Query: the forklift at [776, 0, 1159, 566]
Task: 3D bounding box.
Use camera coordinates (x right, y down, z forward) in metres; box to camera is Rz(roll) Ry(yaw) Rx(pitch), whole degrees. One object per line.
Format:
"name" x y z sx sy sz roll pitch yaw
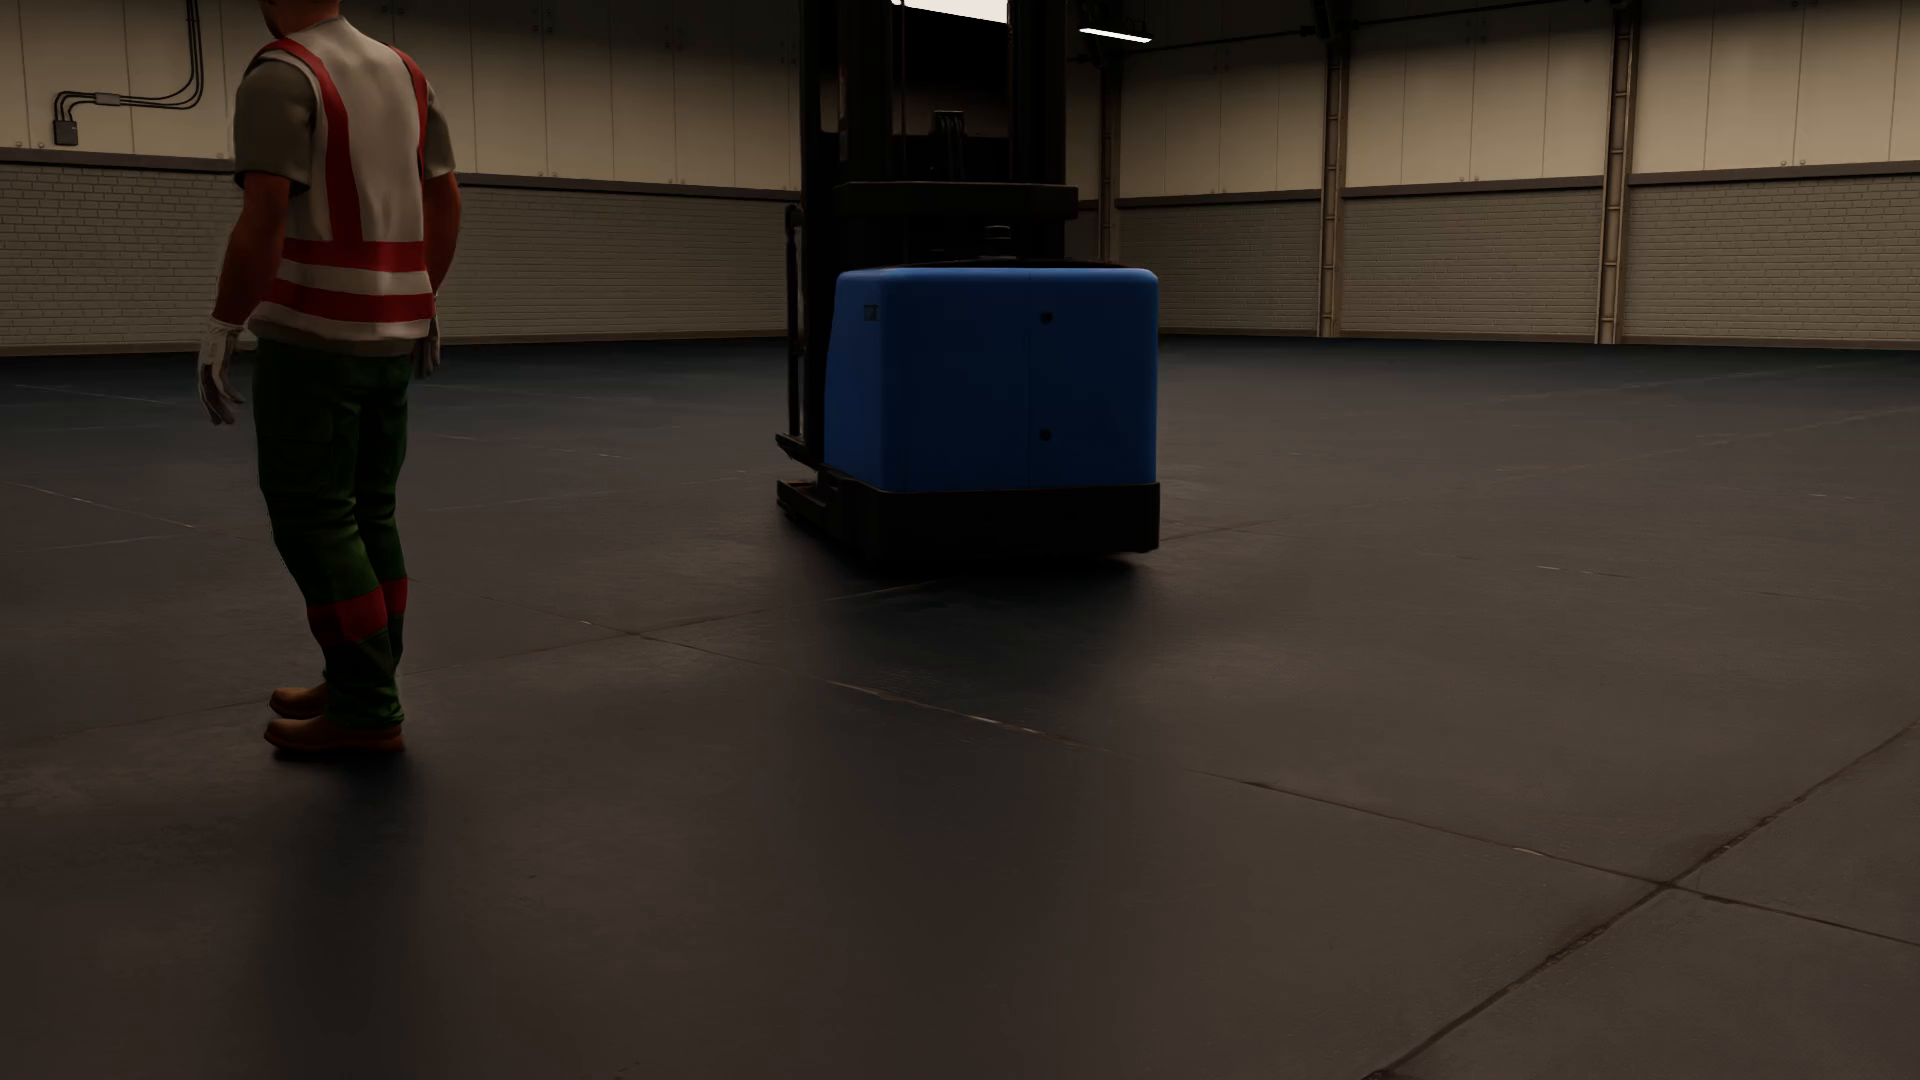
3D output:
"forklift" -0.184 -1.537 7.078 1.130 2.935 3.031 -3 9 -16

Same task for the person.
"person" -1.414 -0.434 3.595 0.535 1.789 0.713 2 9 14
